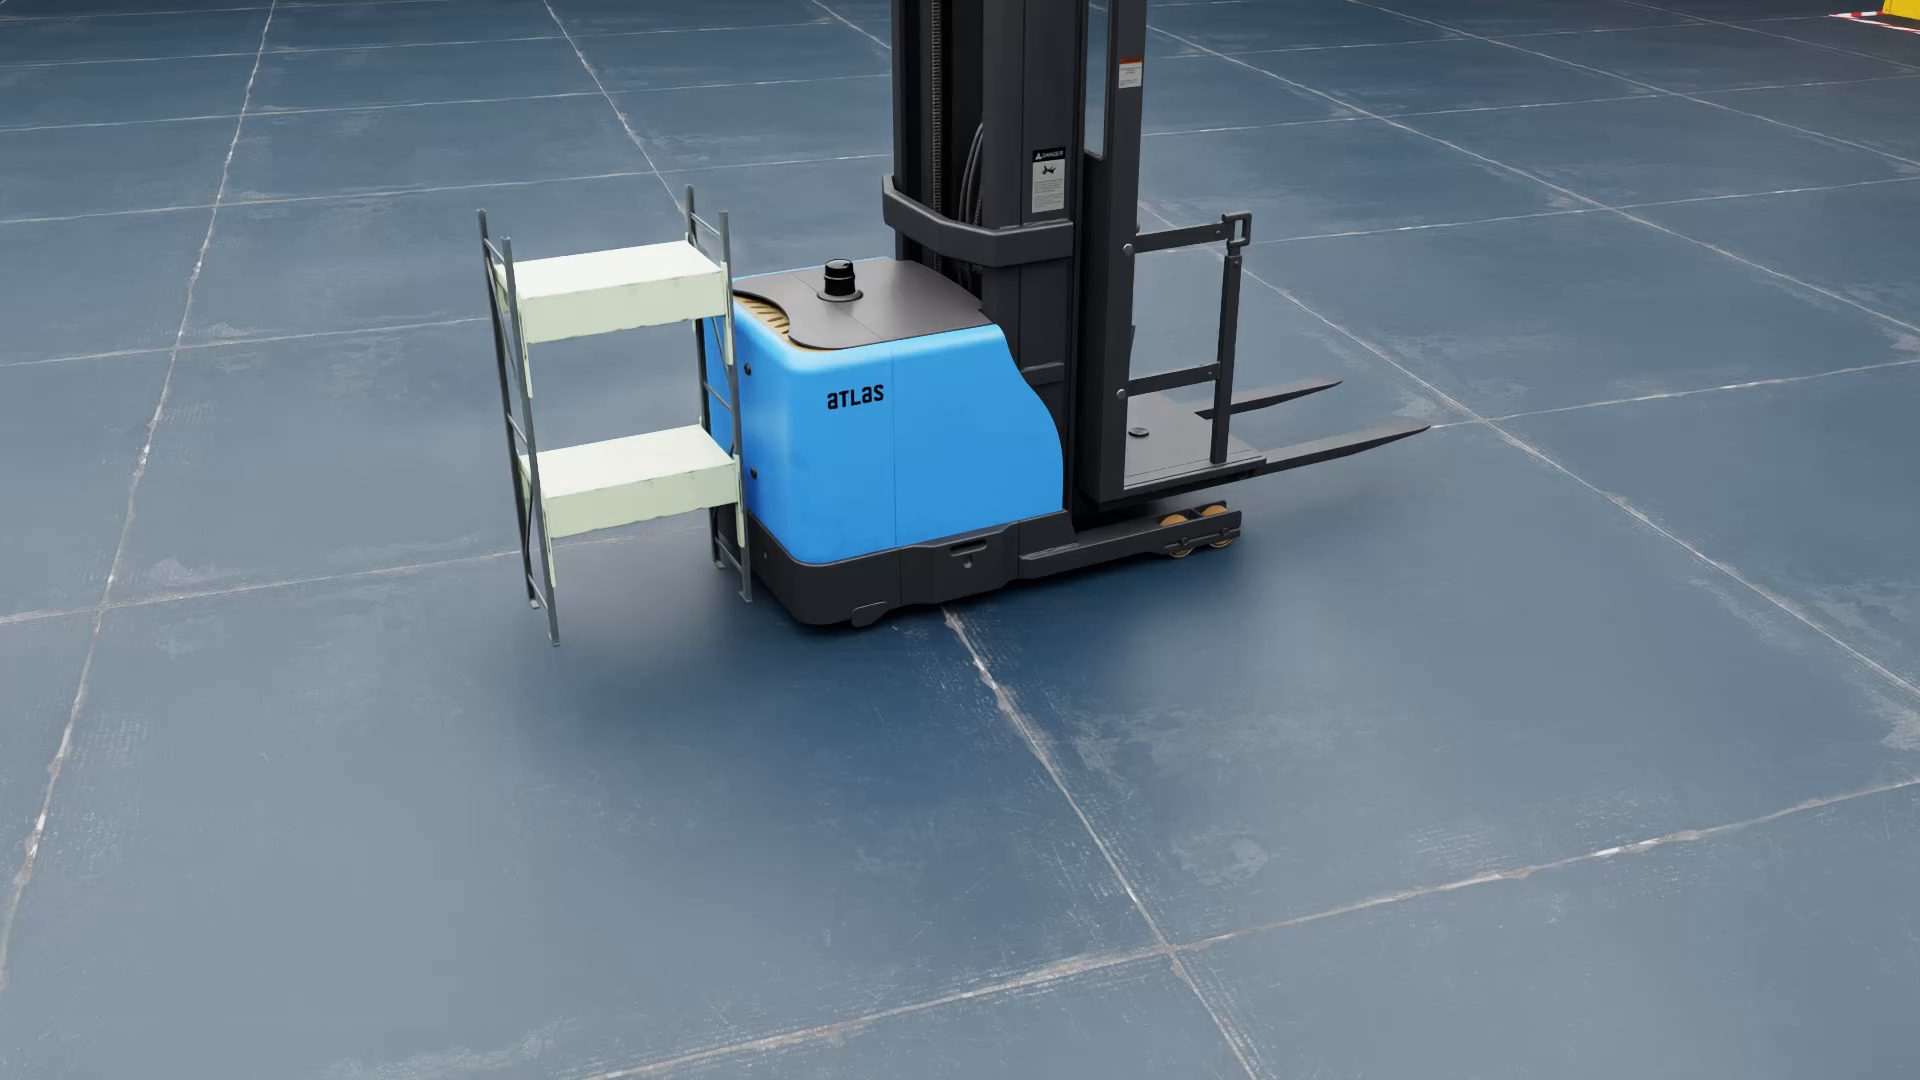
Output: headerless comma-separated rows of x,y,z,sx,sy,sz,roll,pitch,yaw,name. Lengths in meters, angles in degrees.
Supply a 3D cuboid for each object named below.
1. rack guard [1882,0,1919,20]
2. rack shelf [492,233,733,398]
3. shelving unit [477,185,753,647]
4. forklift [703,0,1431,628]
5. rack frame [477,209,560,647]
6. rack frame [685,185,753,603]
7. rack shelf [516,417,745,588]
10.687,-5.937,18.147,0.348,0.500,1.175,-8,28,-16,rack guard
-1.210,-0.792,5.780,0.720,0.370,0.431,-12,29,-24,rack shelf
-1.210,-0.442,5.954,0.755,1.500,0.431,-12,29,-24,shelving unit
0.558,-1.439,6.353,3.031,2.935,1.130,-13,29,-24,forklift
-1.537,-0.369,5.808,0.023,1.500,0.400,-12,29,-24,rack frame
-0.882,-0.515,6.100,0.023,1.500,0.400,-12,29,-24,rack frame
-1.210,-0.150,6.099,0.720,0.370,0.431,-12,29,-24,rack shelf
